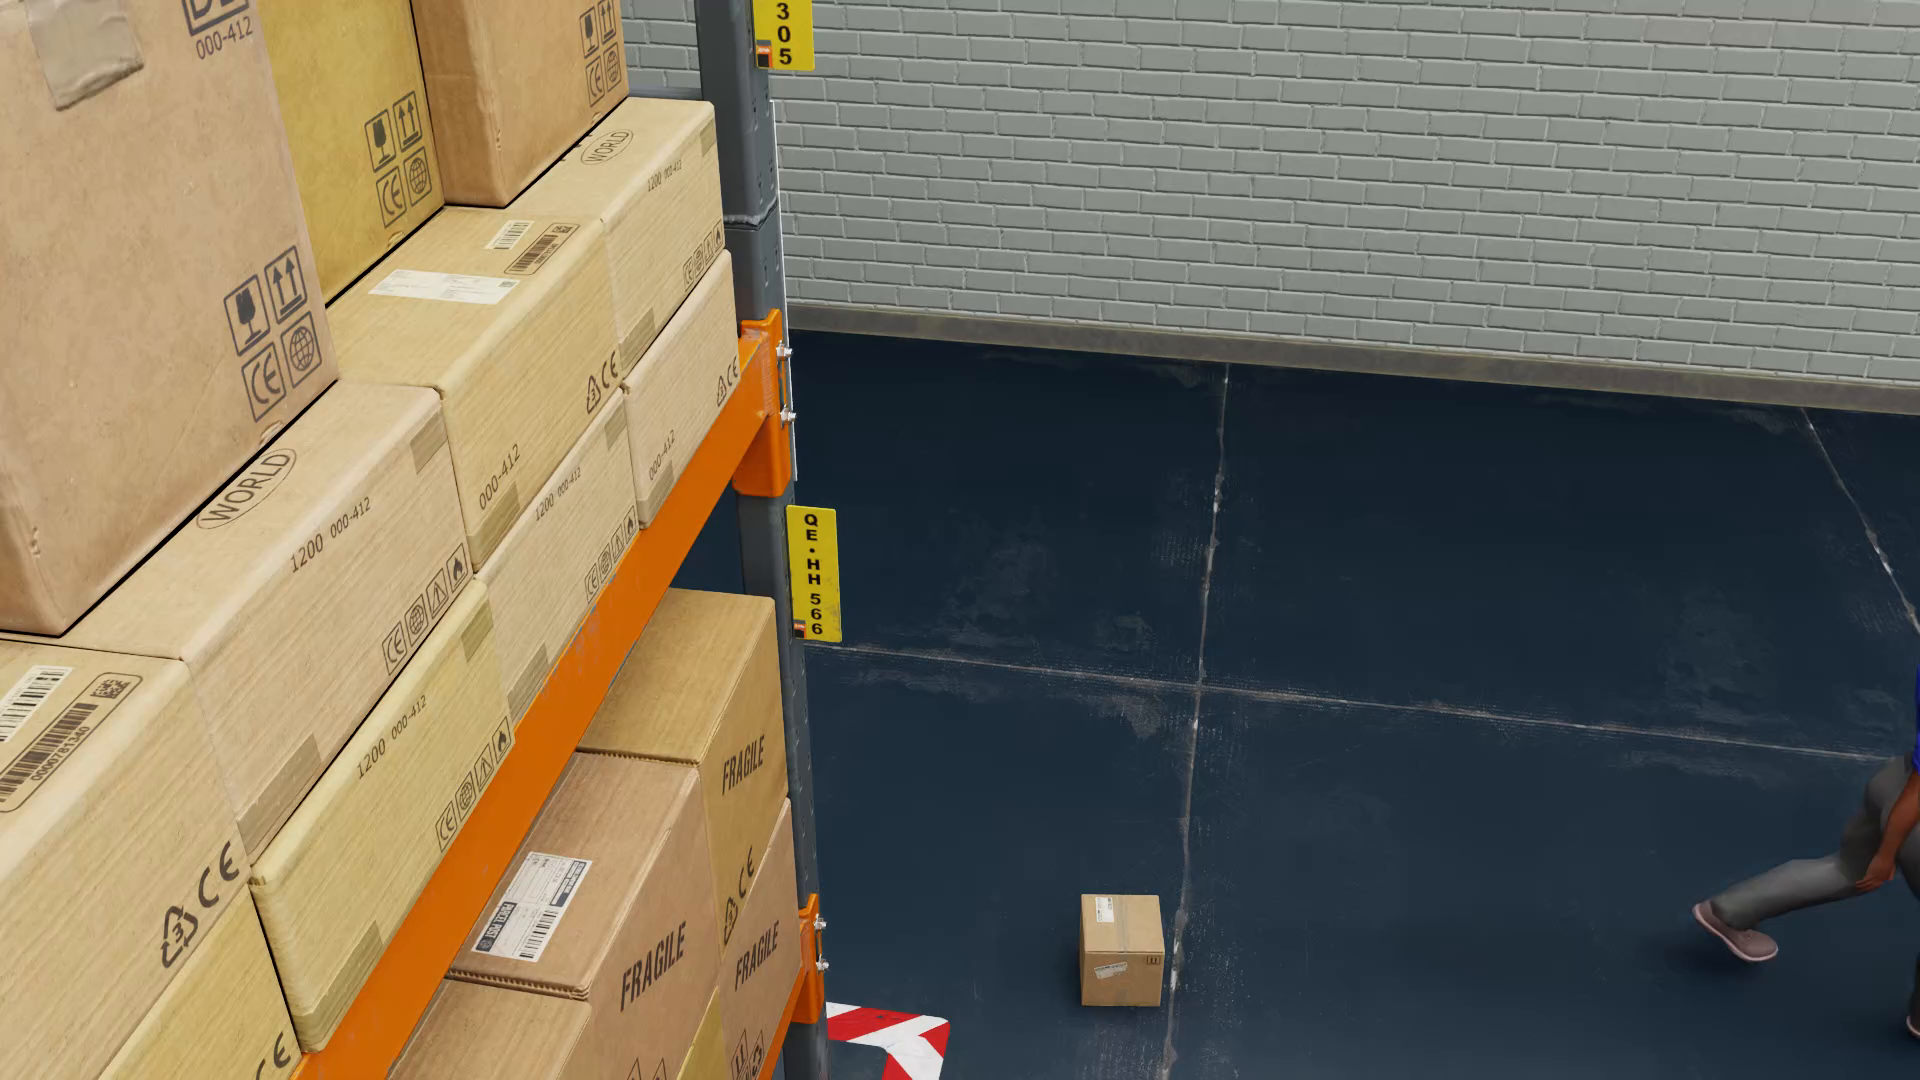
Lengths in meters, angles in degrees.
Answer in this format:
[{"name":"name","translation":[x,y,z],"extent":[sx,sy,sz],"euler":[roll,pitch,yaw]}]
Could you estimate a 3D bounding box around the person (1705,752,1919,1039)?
[{"name":"person","translation":[2.848,0.797,4.897],"extent":[0.897,1.599,0.460],"euler":[9,34,14]}]
